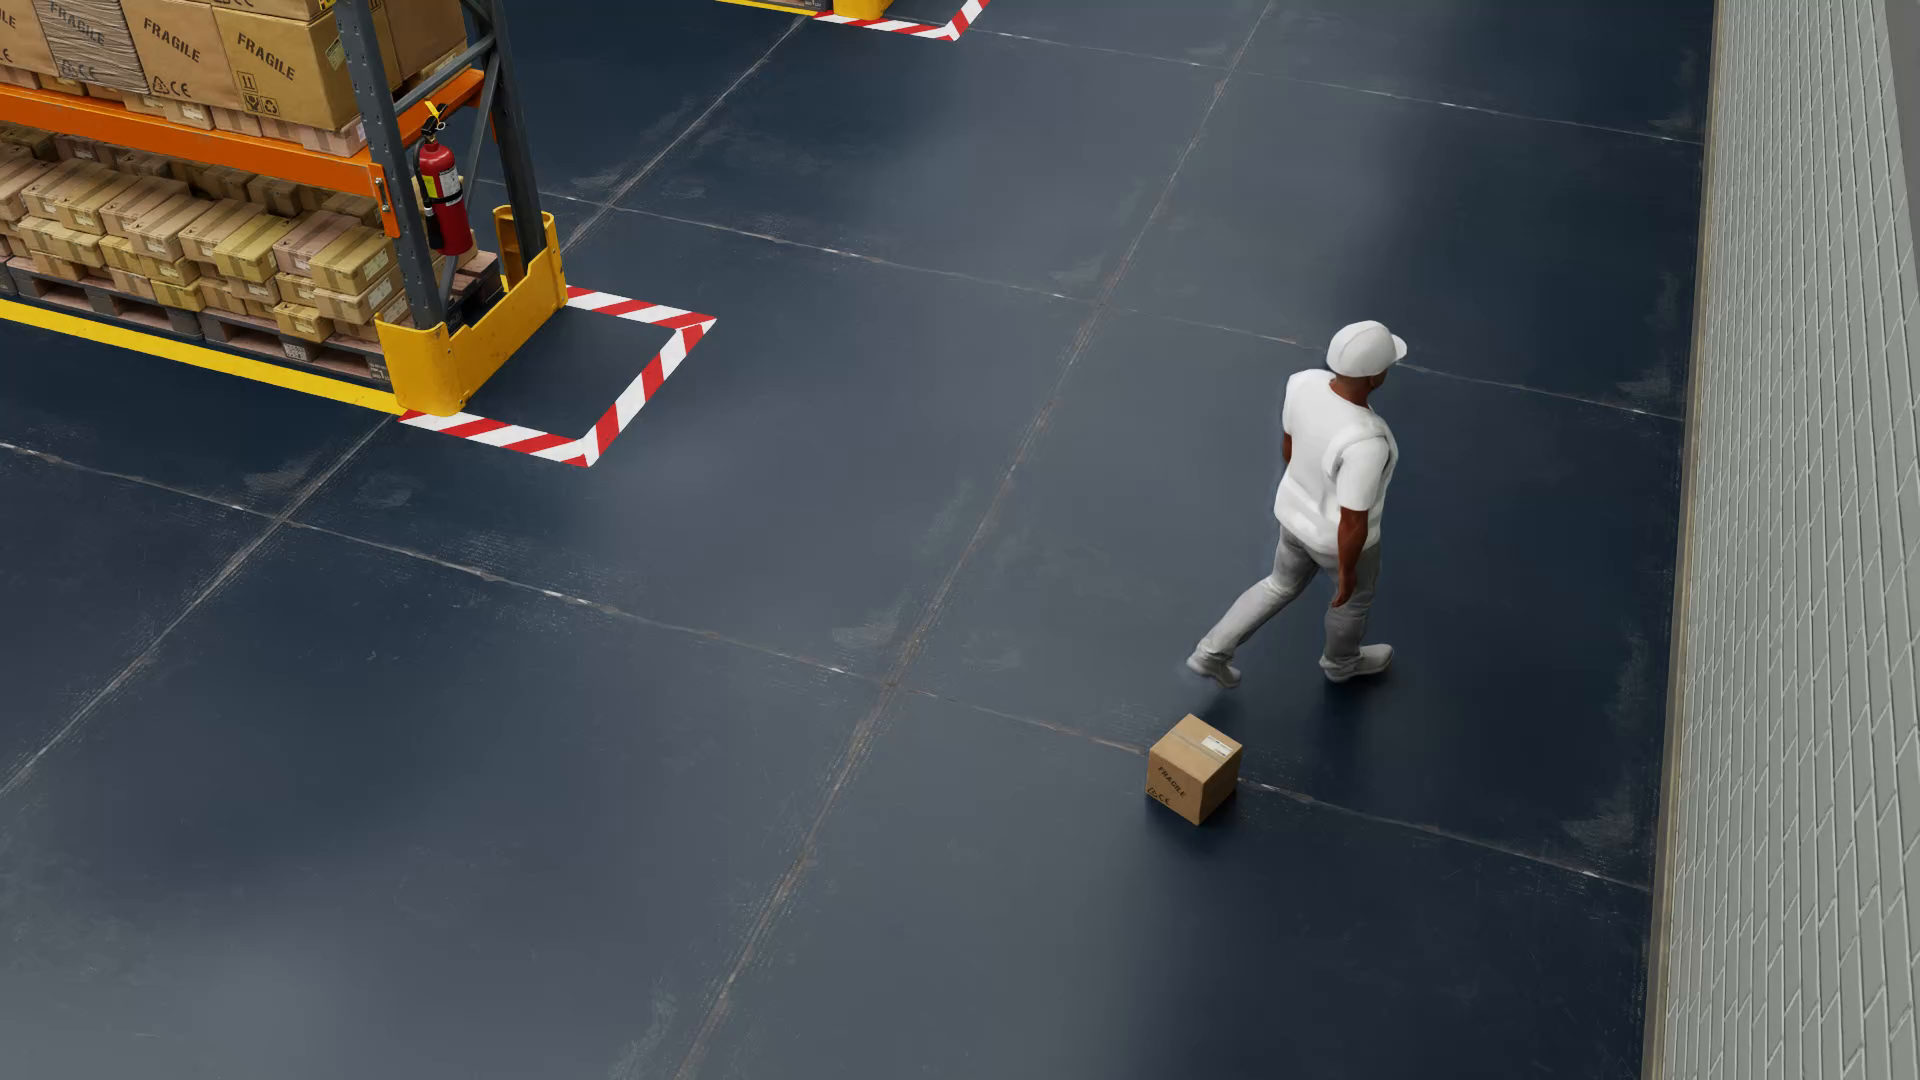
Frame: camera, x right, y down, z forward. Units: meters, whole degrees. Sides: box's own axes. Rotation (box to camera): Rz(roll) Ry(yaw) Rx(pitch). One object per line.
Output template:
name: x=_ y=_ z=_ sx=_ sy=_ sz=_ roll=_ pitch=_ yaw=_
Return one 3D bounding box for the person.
person: x=1.339 y=-0.074 z=6.222 sx=0.910 sy=1.742 sz=0.591 roll=-19 pitch=45 yaw=-20
